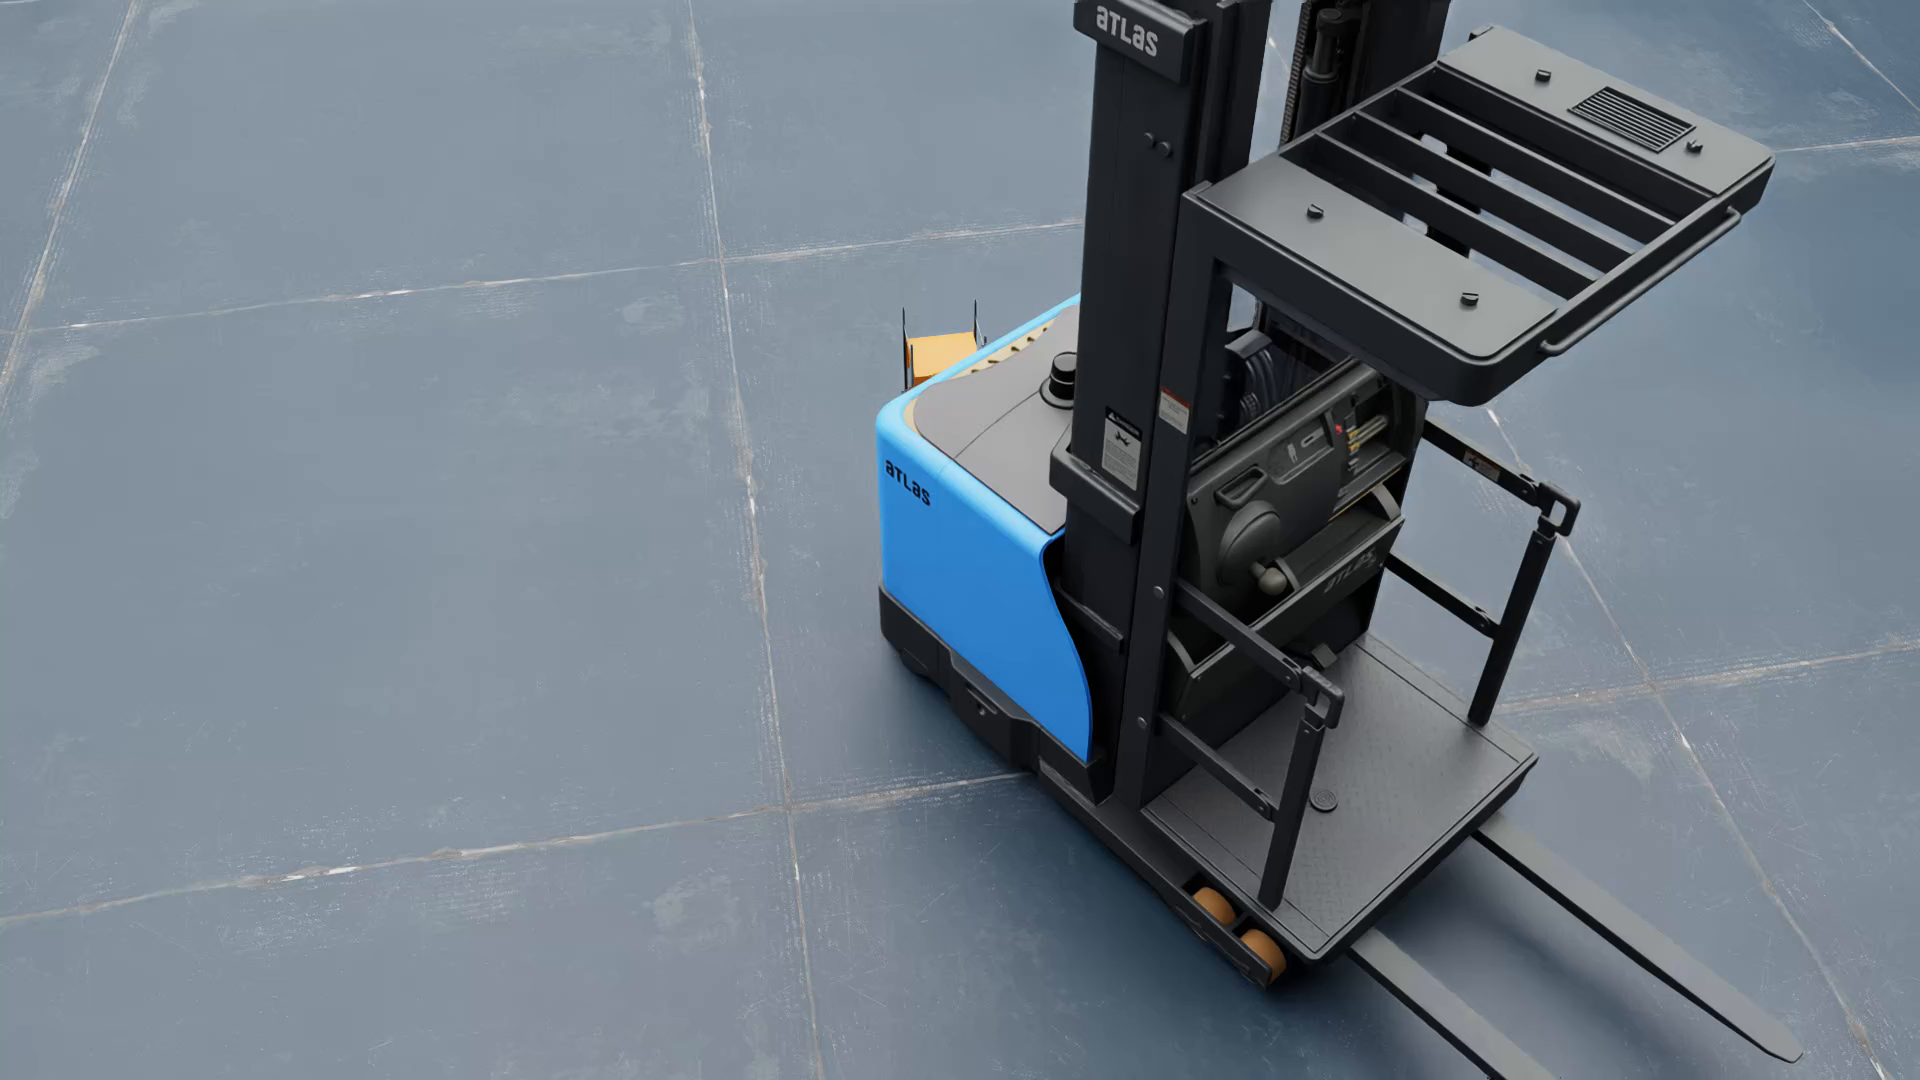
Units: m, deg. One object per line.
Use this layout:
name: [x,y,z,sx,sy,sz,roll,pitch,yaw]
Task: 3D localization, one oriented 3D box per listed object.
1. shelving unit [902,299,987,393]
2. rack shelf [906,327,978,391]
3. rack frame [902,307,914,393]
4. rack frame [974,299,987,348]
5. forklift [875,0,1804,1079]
shelving unit: [-0.053,-0.358,5.866,0.252,1.050,0.215,-7,47,-7]
rack shelf: [-0.053,-0.547,5.669,0.240,0.259,0.215,-7,47,-7]
rack frame: [-0.173,-0.343,5.851,0.008,1.050,0.200,-7,47,-7]
rack frame: [0.067,-0.373,5.880,0.008,1.050,0.200,-7,47,-7]
forklift: [1.074,-0.110,4.320,1.130,2.935,3.031,-33,54,-27]
